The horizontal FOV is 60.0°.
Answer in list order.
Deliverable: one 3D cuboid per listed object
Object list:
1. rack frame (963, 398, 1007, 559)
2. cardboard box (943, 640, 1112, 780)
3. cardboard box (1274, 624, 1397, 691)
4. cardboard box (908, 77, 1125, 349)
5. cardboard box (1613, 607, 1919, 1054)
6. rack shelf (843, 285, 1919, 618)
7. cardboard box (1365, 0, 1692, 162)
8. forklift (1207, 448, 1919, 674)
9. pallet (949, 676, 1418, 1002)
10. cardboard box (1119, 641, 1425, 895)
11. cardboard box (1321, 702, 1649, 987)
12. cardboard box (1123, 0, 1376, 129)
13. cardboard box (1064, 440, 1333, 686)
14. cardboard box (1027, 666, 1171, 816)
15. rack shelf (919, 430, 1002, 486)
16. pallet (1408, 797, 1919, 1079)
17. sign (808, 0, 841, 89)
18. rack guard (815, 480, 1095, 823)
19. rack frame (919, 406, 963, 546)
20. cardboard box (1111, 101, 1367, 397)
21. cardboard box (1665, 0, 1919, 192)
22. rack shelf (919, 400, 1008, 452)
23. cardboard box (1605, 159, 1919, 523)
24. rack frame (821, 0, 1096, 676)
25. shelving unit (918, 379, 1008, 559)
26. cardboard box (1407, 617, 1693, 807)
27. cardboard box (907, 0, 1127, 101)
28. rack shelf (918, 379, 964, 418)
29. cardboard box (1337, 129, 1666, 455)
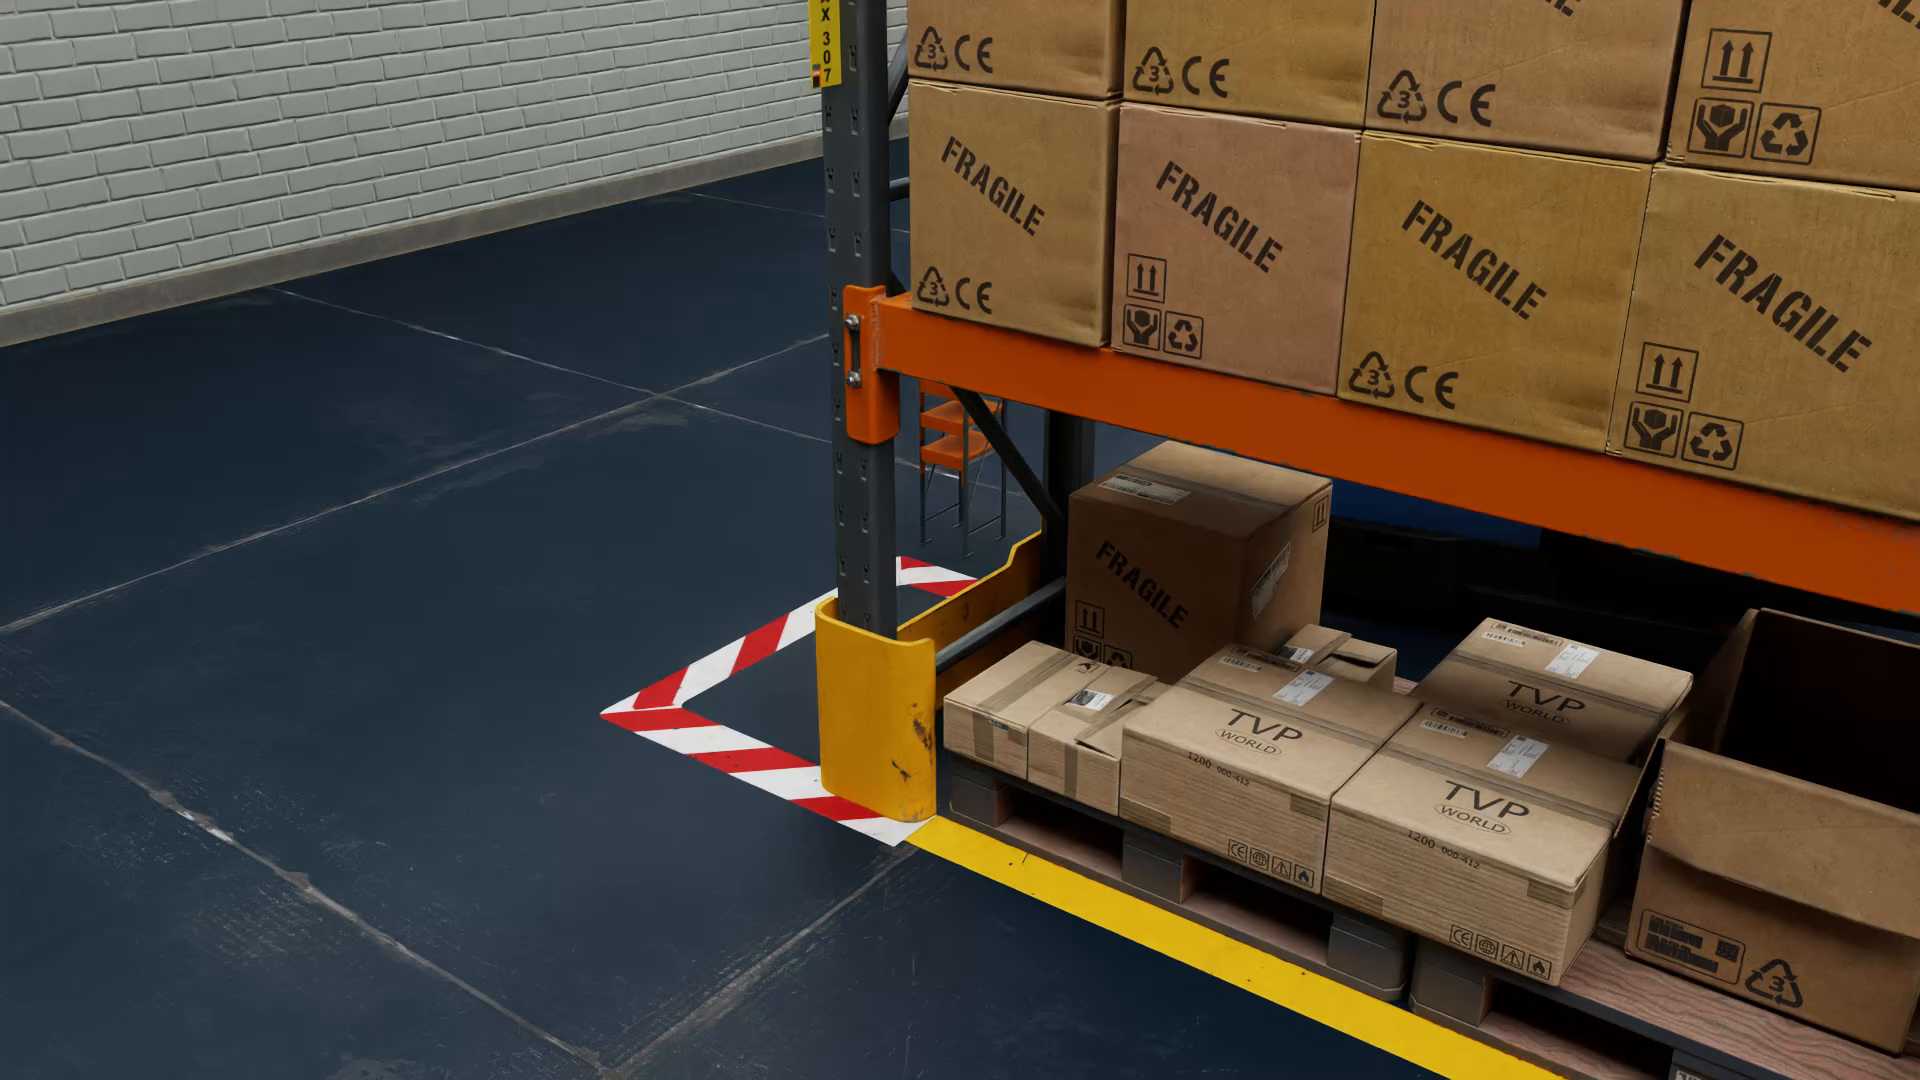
[{"bbox_3d":[0.085,-0.523,5.450,0.006,1.200,0.240,17,29,33],"label":"rack frame"},{"bbox_3d":[0.170,0.411,4.087,0.250,0.149,0.380,17,29,33],"label":"cardboard box"},{"bbox_3d":[0.894,0.370,4.159,0.250,0.166,0.380,17,29,33],"label":"cardboard box"},{"bbox_3d":[0.238,-0.758,3.626,0.500,0.500,0.500,18,29,34],"label":"cardboard box"},{"bbox_3d":[1.735,0.551,3.329,0.637,0.503,0.797,17,29,33],"label":"cardboard box"},{"bbox_3d":[1.641,-0.092,3.130,4.000,0.370,1.077,17,29,33],"label":"rack shelf"},{"bbox_3d":[1.058,-0.969,2.864,0.500,0.500,0.500,17,29,34],"label":"cardboard box"},{"bbox_3d":[2.336,-1.140,4.703,3.031,2.935,1.130,10,26,22],"label":"forklift"},{"bbox_3d":[0.740,0.583,4.166,1.213,0.211,1.003,17,29,33],"label":"pallet"},{"bbox_3d":[0.706,0.497,3.767,0.500,0.250,0.500,17,29,33],"label":"cardboard box"},{"bbox_3d":[1.106,0.617,3.493,0.500,0.250,0.500,17,29,33],"label":"cardboard box"},{"bbox_3d":[0.661,-1.091,3.143,0.500,0.500,0.500,17,29,34],"label":"cardboard box"},{"bbox_3d":[0.624,0.090,4.380,0.500,0.500,0.500,17,29,33],"label":"cardboard box"},{"bbox_3d":[0.370,0.463,3.946,0.250,0.166,0.380,17,29,33],"label":"cardboard box"},{"bbox_3d":[0.012,-0.285,5.615,0.180,0.103,0.258,17,29,33],"label":"rack shelf"},{"bbox_3d":[1.712,0.878,3.496,1.213,0.211,1.003,17,29,33],"label":"pallet"},{"bbox_3d":[-0.285,-1.125,3.510,0.005,0.325,0.100,17,29,33],"label":"sign"},{"bbox_3d":[0.102,0.258,4.545,0.348,0.500,1.175,17,29,33],"label":"rack guard"},{"bbox_3d":[-0.062,-0.568,5.550,0.006,1.200,0.240,17,29,33],"label":"rack frame"},{"bbox_3d":[0.654,-0.635,3.346,0.500,0.500,0.500,16,29,33],"label":"cardboard box"},{"bbox_3d":[1.465,-0.846,2.586,0.500,0.500,0.500,17,29,33],"label":"cardboard box"},{"bbox_3d":[0.012,-0.395,5.566,0.180,0.103,0.258,17,29,33],"label":"rack shelf"},{"bbox_3d":[1.453,-0.391,2.793,0.500,0.500,0.500,17,29,34],"label":"cardboard box"},{"bbox_3d":[0.041,-0.904,4.082,0.127,3.000,1.000,17,29,33],"label":"rack frame"},{"bbox_3d":[0.012,-0.546,5.500,0.189,1.200,0.258,17,29,33],"label":"shelving unit"},{"bbox_3d":[1.366,0.444,3.887,0.500,0.250,0.500,17,29,33],"label":"cardboard box"},{"bbox_3d":[0.238,-1.215,3.424,0.500,0.500,0.500,18,29,35],"label":"cardboard box"},{"bbox_3d":[0.012,-0.505,5.518,0.180,0.103,0.258,17,29,33],"label":"rack shelf"},{"bbox_3d":[1.054,-0.512,3.069,0.500,0.500,0.500,17,29,33],"label":"cardboard box"}]
